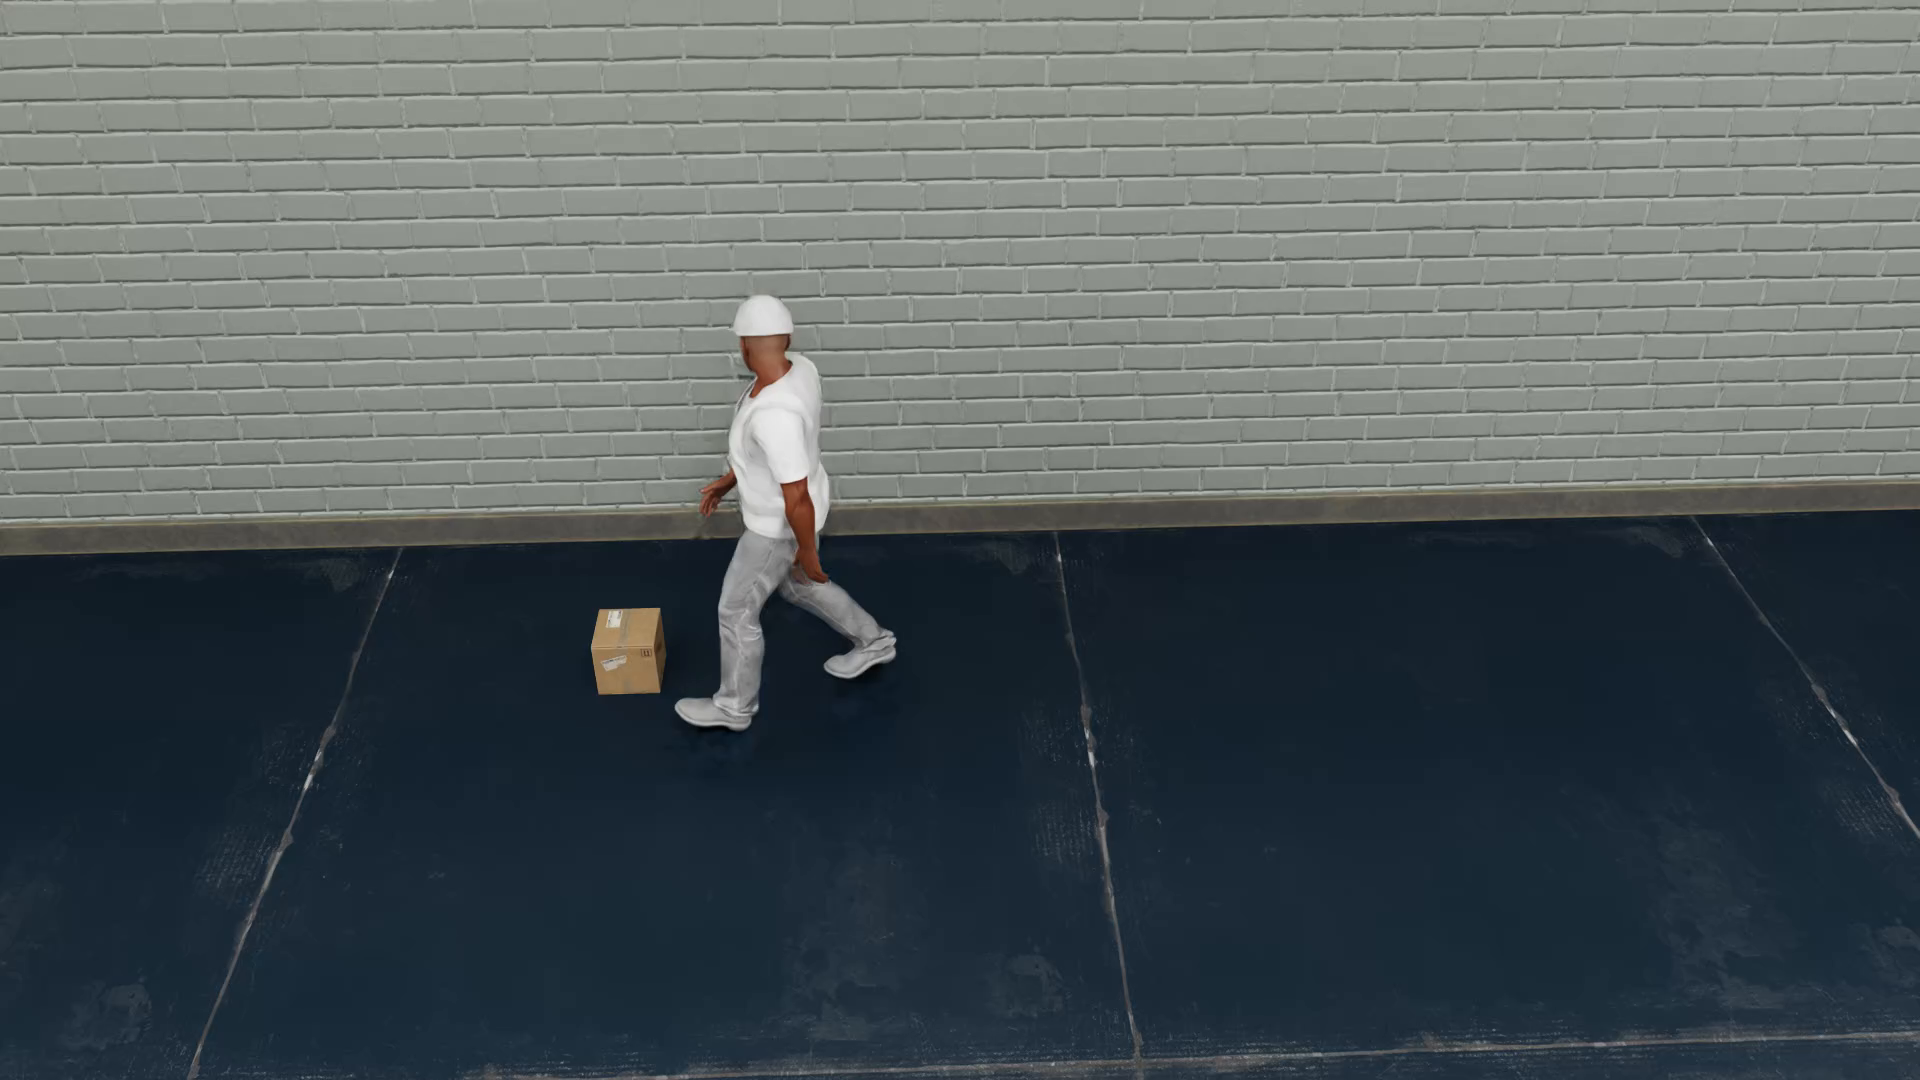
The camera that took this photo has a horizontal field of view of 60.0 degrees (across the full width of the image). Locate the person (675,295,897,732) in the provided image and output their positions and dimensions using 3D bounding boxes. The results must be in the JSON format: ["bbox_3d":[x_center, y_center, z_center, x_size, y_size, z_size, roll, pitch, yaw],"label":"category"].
[{"bbox_3d":[-0.689,-0.105,6.279,0.853,1.721,0.595,2,35,3],"label":"person"}]
